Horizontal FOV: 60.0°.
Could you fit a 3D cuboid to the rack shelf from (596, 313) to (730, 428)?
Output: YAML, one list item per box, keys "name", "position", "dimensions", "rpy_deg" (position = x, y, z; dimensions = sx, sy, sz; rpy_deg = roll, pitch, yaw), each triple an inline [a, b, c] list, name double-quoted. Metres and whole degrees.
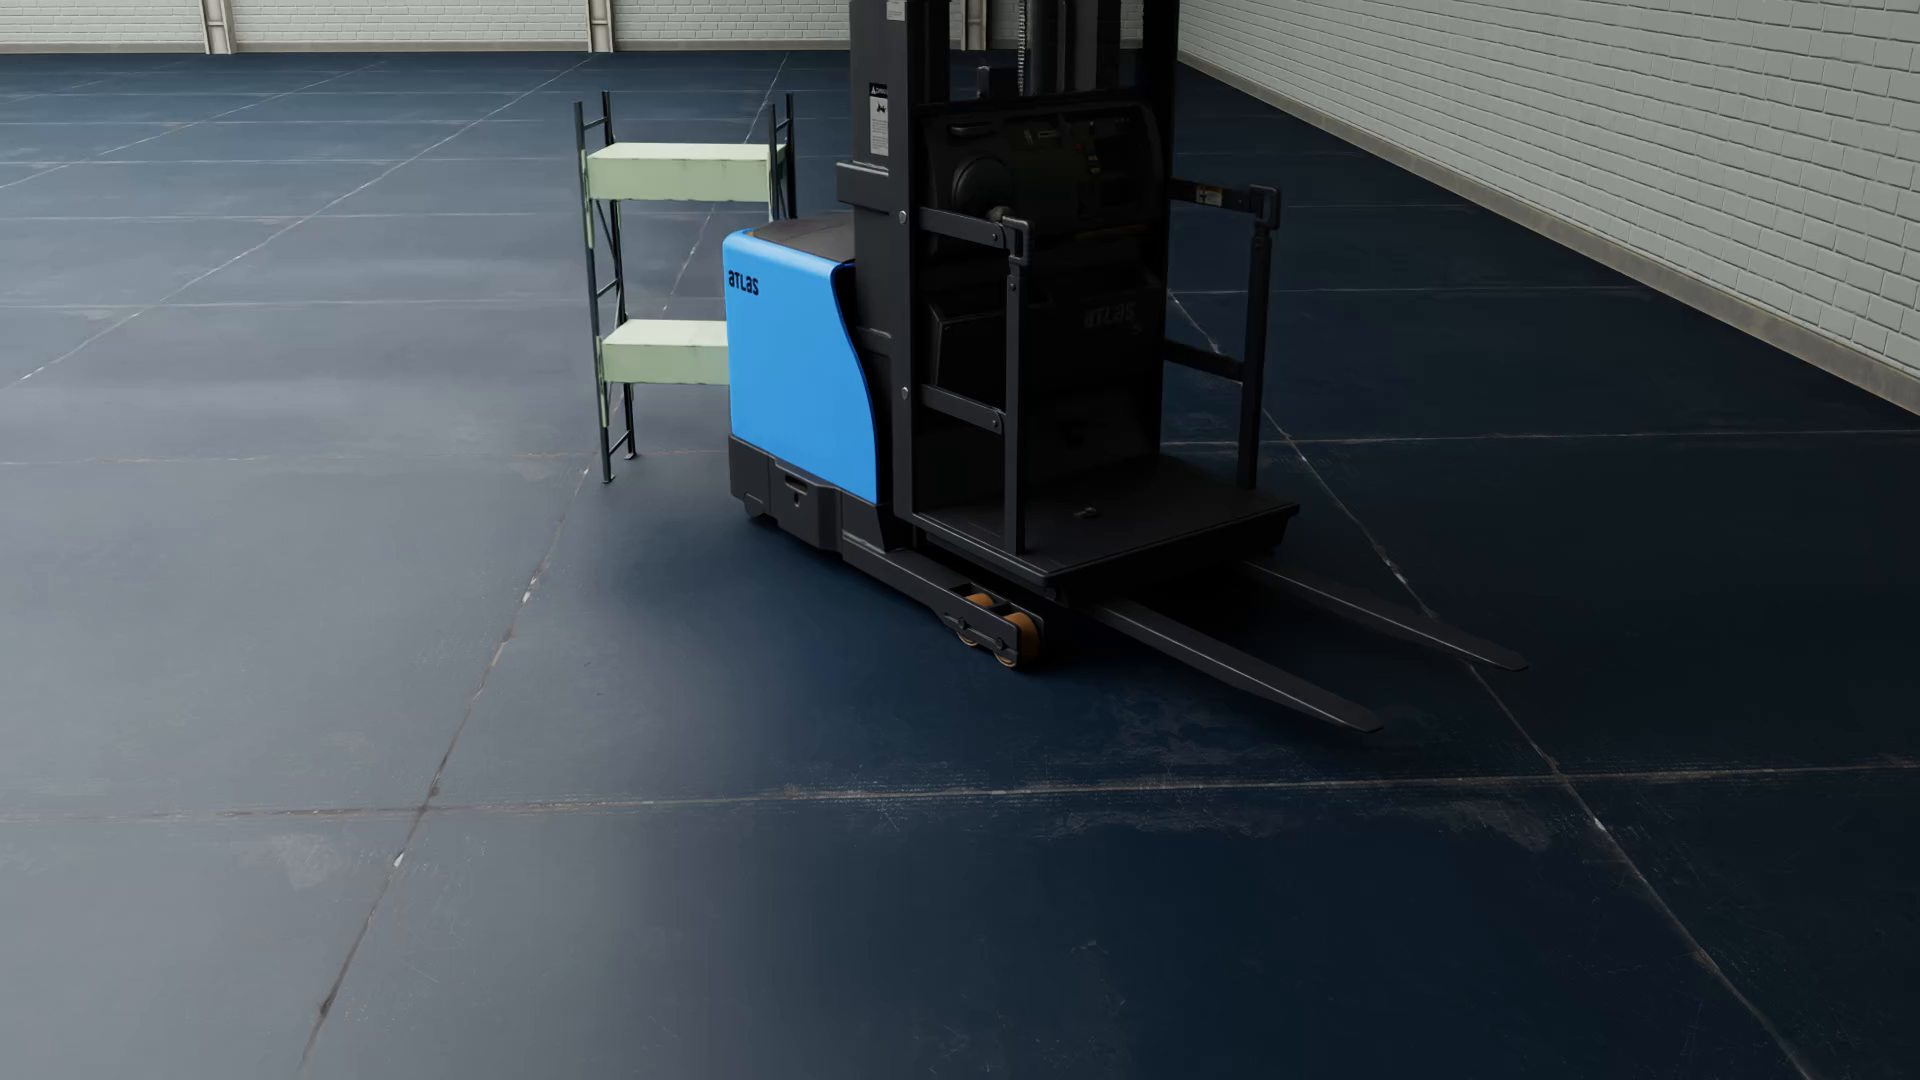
- name: "rack shelf"
  position: [-1.046, -0.683, 6.724]
  dimensions: [0.720, 0.370, 0.431]
  rpy_deg: [2, 21, 5]

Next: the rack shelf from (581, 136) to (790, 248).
- name: "rack shelf"
  position: [-1.046, -1.353, 6.470]
  dimensions: [0.720, 0.370, 0.431]
  rpy_deg: [2, 21, 5]

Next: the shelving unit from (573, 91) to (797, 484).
- name: "shelving unit"
  position: [-1.046, -0.988, 6.608]
  dimensions: [0.755, 1.500, 0.431]
  rpy_deg: [2, 21, 5]

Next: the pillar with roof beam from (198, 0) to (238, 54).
- name: "pillar with roof beam"
  position: [-11.515, -10.437, 20.887]
  dimensions: [0.400, 9.000, 9.100]
  rpy_deg: [-1, 21, -3]

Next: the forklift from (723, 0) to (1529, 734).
- name: "forklift"
  position: [0.401, -1.177, 5.093]
  dimensions: [1.130, 2.935, 3.031]
  rpy_deg: [-15, 25, -34]

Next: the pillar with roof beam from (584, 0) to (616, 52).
- name: "pillar with roof beam"
  position: [-5.524, -10.559, 21.207]
  dimensions: [0.400, 9.000, 9.100]
  rpy_deg: [-1, 21, -3]

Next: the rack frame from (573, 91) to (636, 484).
- name: "rack frame"
  position: [-1.411, -0.999, 6.638]
  dimensions: [0.023, 1.500, 0.400]
  rpy_deg: [2, 21, 5]

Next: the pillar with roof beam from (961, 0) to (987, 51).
- name: "pillar with roof beam"
  position: [0.466, -10.680, 21.527]
  dimensions: [0.400, 9.000, 9.100]
  rpy_deg: [-1, 21, -3]

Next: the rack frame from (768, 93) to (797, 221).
- name: "rack frame"
  position: [-0.682, -0.977, 6.579]
  dimensions: [0.023, 1.500, 0.400]
  rpy_deg: [2, 21, 5]
